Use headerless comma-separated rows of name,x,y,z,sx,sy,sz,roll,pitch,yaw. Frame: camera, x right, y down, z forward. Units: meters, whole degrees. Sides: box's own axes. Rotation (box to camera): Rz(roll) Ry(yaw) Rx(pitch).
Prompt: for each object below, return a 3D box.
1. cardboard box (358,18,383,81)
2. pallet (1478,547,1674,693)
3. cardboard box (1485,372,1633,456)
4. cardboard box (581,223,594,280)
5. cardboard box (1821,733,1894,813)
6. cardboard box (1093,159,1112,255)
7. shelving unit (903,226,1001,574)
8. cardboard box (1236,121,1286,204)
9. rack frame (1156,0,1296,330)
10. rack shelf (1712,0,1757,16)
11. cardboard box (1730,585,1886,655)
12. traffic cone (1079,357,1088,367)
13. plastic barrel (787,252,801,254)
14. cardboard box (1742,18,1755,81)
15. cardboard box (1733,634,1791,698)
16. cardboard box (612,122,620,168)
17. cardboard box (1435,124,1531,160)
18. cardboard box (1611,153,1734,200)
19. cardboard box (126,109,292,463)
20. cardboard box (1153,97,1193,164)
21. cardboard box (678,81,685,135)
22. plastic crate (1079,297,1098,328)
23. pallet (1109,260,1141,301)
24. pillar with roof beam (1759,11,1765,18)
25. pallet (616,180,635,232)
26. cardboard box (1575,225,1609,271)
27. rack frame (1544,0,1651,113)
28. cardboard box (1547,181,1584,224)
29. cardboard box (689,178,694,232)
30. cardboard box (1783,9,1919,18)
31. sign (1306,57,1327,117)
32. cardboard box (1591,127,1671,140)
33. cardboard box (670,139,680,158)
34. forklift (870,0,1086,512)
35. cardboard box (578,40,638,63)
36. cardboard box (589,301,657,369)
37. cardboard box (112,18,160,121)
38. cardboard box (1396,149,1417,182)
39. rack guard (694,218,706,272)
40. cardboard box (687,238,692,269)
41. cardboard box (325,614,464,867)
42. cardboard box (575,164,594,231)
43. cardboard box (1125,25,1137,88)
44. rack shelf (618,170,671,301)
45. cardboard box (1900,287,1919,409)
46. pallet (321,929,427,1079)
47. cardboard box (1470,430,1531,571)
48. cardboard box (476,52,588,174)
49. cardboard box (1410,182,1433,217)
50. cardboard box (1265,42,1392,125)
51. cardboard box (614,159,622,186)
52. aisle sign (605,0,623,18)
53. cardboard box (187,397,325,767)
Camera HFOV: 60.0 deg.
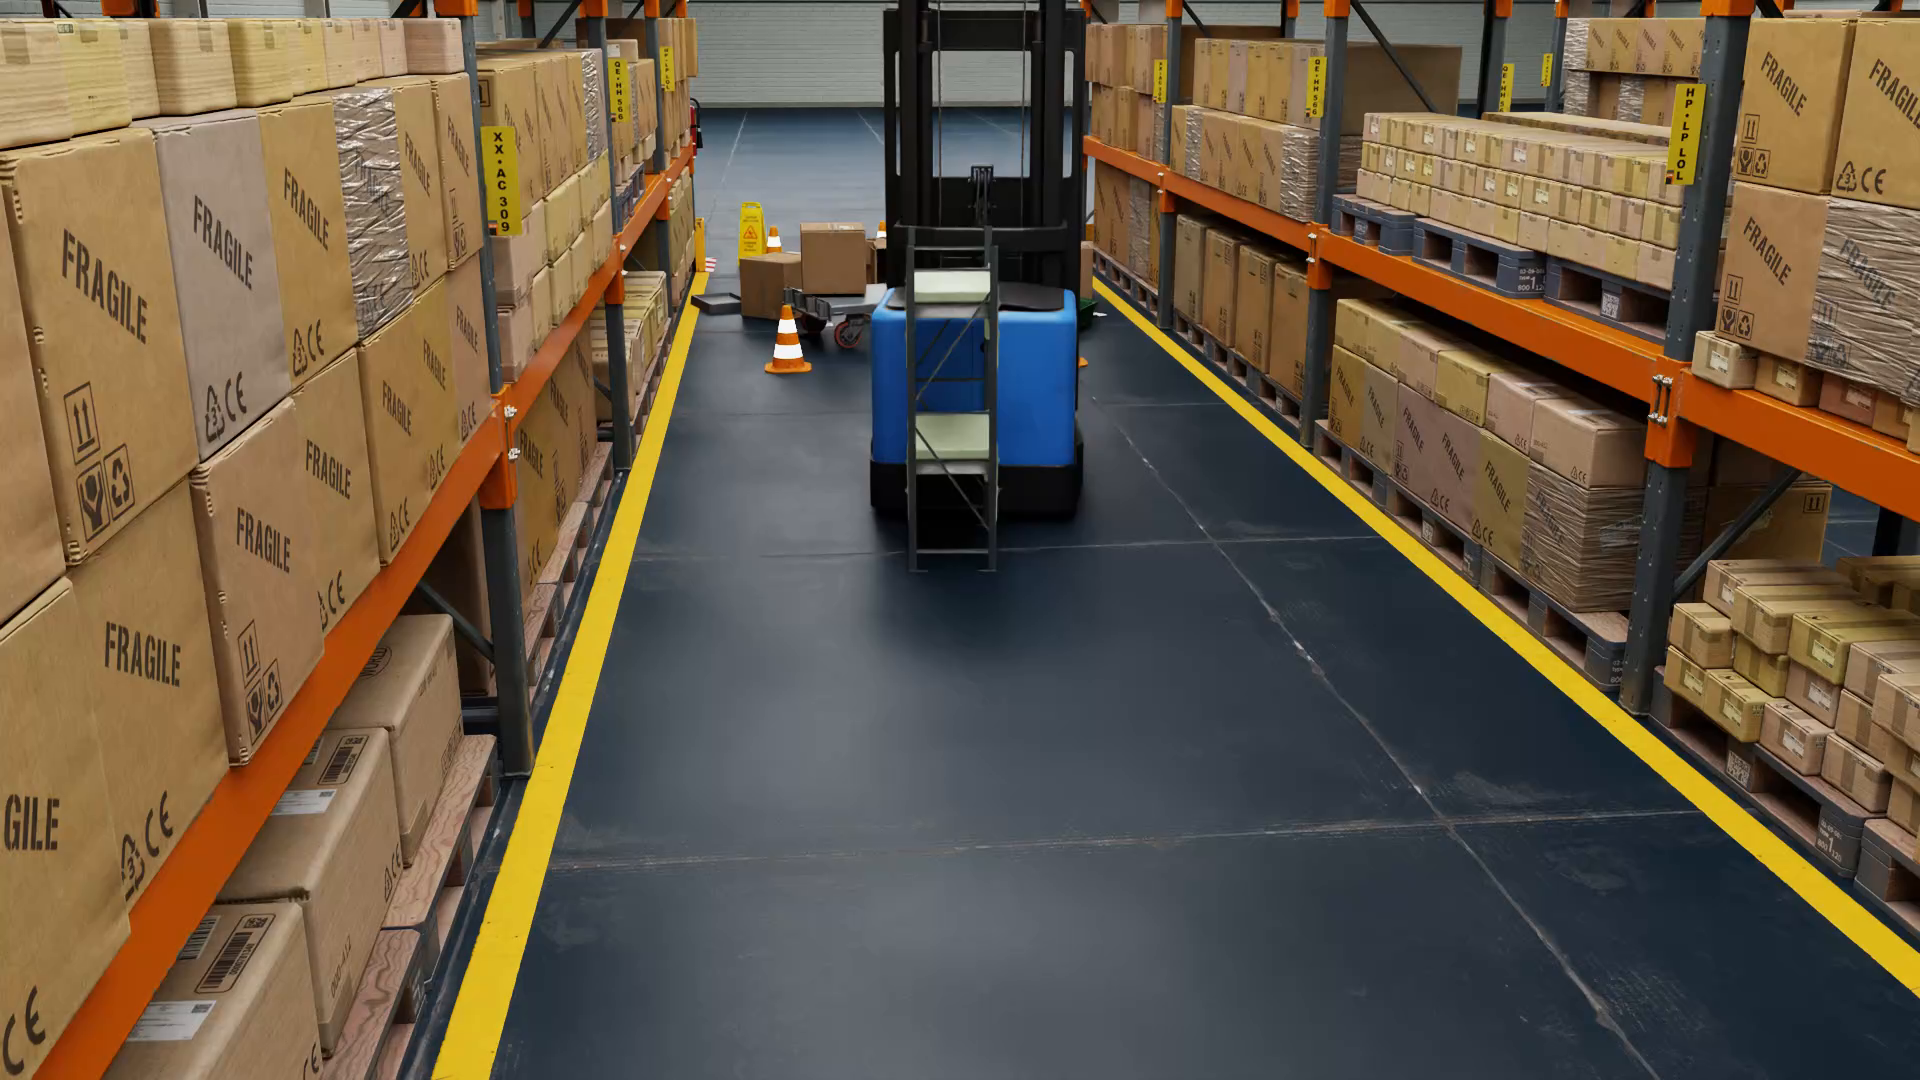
cardboard box,-1.670,-1.224,4.150,0.380,0.149,0.250,-2,18,-6
pallet,2.878,0.287,6.911,1.003,0.211,1.213,-2,18,-6
cardboard box,2.592,-0.545,7.124,0.500,0.250,0.500,-1,17,-3
cardboard box,-1.951,-1.304,7.573,0.500,0.250,0.500,-2,18,-6
cardboard box,2.859,0.692,5.022,0.380,0.149,0.250,-2,18,-7
cardboard box,1.858,-3.373,16.760,0.875,0.875,0.875,-2,18,-5
shelving unit,-0.041,-0.675,7.822,0.431,1.500,0.755,0,17,-1
cardboard box,2.132,-2.474,10.884,0.500,0.500,0.500,-2,18,-7
rack frame,2.135,-3.195,13.346,1.000,3.000,0.127,-2,18,-6
rack shelf,3.166,-1.304,3.515,1.077,0.370,4.000,-2,18,-6
cardboard box,2.759,0.257,5.415,0.380,0.149,0.250,-1,17,-3
traffic cone,0.771,-1.538,12.305,0.336,0.463,0.334,-2,18,-6
plastic barrel,-1.472,-2.406,15.134,0.512,0.421,0.421,11,21,32
cardboard box,6.759,-4.110,13.929,0.500,0.500,0.500,-2,18,-6
cardboard box,2.794,0.397,5.467,0.380,0.149,0.250,-2,18,-5
cardboard box,-2.182,-2.351,9.295,0.500,0.500,0.500,-2,18,-7
cardboard box,2.510,-1.911,7.982,0.380,0.149,0.250,-1,17,-3
cardboard box,2.696,-1.369,6.257,0.380,0.149,0.250,-2,18,-7
cardboard box,-1.428,-0.420,2.671,0.500,0.500,0.500,-2,18,-6
cardboard box,2.085,-3.376,13.673,0.875,0.550,0.550,-2,18,-6
cardboard box,-2.766,-3.942,15.061,0.500,0.500,0.500,-2,18,-6
plastic crate,0.814,-1.892,13.795,0.450,0.188,0.662,18,23,19
pallet,2.005,-2.458,15.654,1.003,0.211,1.213,-2,18,-6
pillar with roof beam,15.622,-14.667,39.871,9.100,9.000,0.400,-2,18,-6
pallet,-2.545,-1.938,9.662,1.213,0.211,1.003,-2,18,-6
cardboard box,2.671,-1.156,6.569,0.380,0.149,0.250,-2,18,-6
rack frame,6.666,-4.510,17.534,1.000,3.000,0.127,-2,18,-6
cardboard box,2.639,-1.380,6.787,0.380,0.149,0.250,-2,18,-7
cardboard box,-2.849,-3.219,16.061,0.500,0.500,0.500,-2,18,-5
cardboard box,7.022,-3.564,12.818,1.000,1.000,1.000,-2,18,-5
sign,1.996,-2.538,9.319,0.100,0.325,0.005,-2,18,-6
cardboard box,3.185,-1.850,7.788,0.380,0.149,0.250,-1,17,-3
cardboard box,-2.614,-3.377,14.346,0.380,0.149,0.250,-2,18,-5
forklift,0.146,-1.929,9.430,1.130,2.935,3.031,1,17,3
cardboard box,-2.370,-3.295,11.217,0.380,0.149,0.250,-3,18,-8
cardboard box,-2.571,-1.381,11.255,0.950,0.372,0.625,-1,17,-4
cardboard box,-1.437,-0.697,2.469,0.380,0.149,0.250,-2,18,-5
cardboard box,2.458,-1.915,8.492,0.380,0.149,0.250,-2,18,-7
rack guard,-3.183,-2.988,16.861,1.175,0.500,0.348,-2,18,-6
cardboard box,-2.794,-2.705,15.675,0.500,0.250,0.500,-2,18,-5
cardboard box,-1.995,0.584,4.886,0.875,0.438,0.875,-2,18,-6
cardboard box,-1.933,-1.546,7.510,0.500,0.250,0.500,-2,18,-7
cardboard box,1.977,-4.376,15.054,0.875,0.550,0.500,-2,18,-6
rack shelf,-2.572,-2.073,10.973,1.077,0.370,4.000,-2,18,-6
cardboard box,2.835,-0.547,4.249,0.500,0.500,0.500,-2,18,-7
pallet,-1.824,1.295,3.699,1.003,0.211,1.213,-2,18,-6
cardboard box,2.581,-0.185,7.230,0.500,0.500,0.500,-2,18,-7
cardboard box,-1.947,-1.898,7.379,0.500,0.500,0.500,-2,18,-6
cardboard box,2.478,-1.704,8.314,0.380,0.149,0.250,-1,17,-3
cardboard box,2.402,-2.966,10.779,0.700,0.500,0.500,-2,18,-6
cardboard box,-2.192,-2.172,9.804,0.380,0.149,0.250,-3,18,-9
aisle sign,-3.506,-5.453,16.198,0.394,0.787,0.004,-2,18,-6
cardboard box,-1.419,0.062,2.806,0.500,0.500,0.500,-2,18,-6
